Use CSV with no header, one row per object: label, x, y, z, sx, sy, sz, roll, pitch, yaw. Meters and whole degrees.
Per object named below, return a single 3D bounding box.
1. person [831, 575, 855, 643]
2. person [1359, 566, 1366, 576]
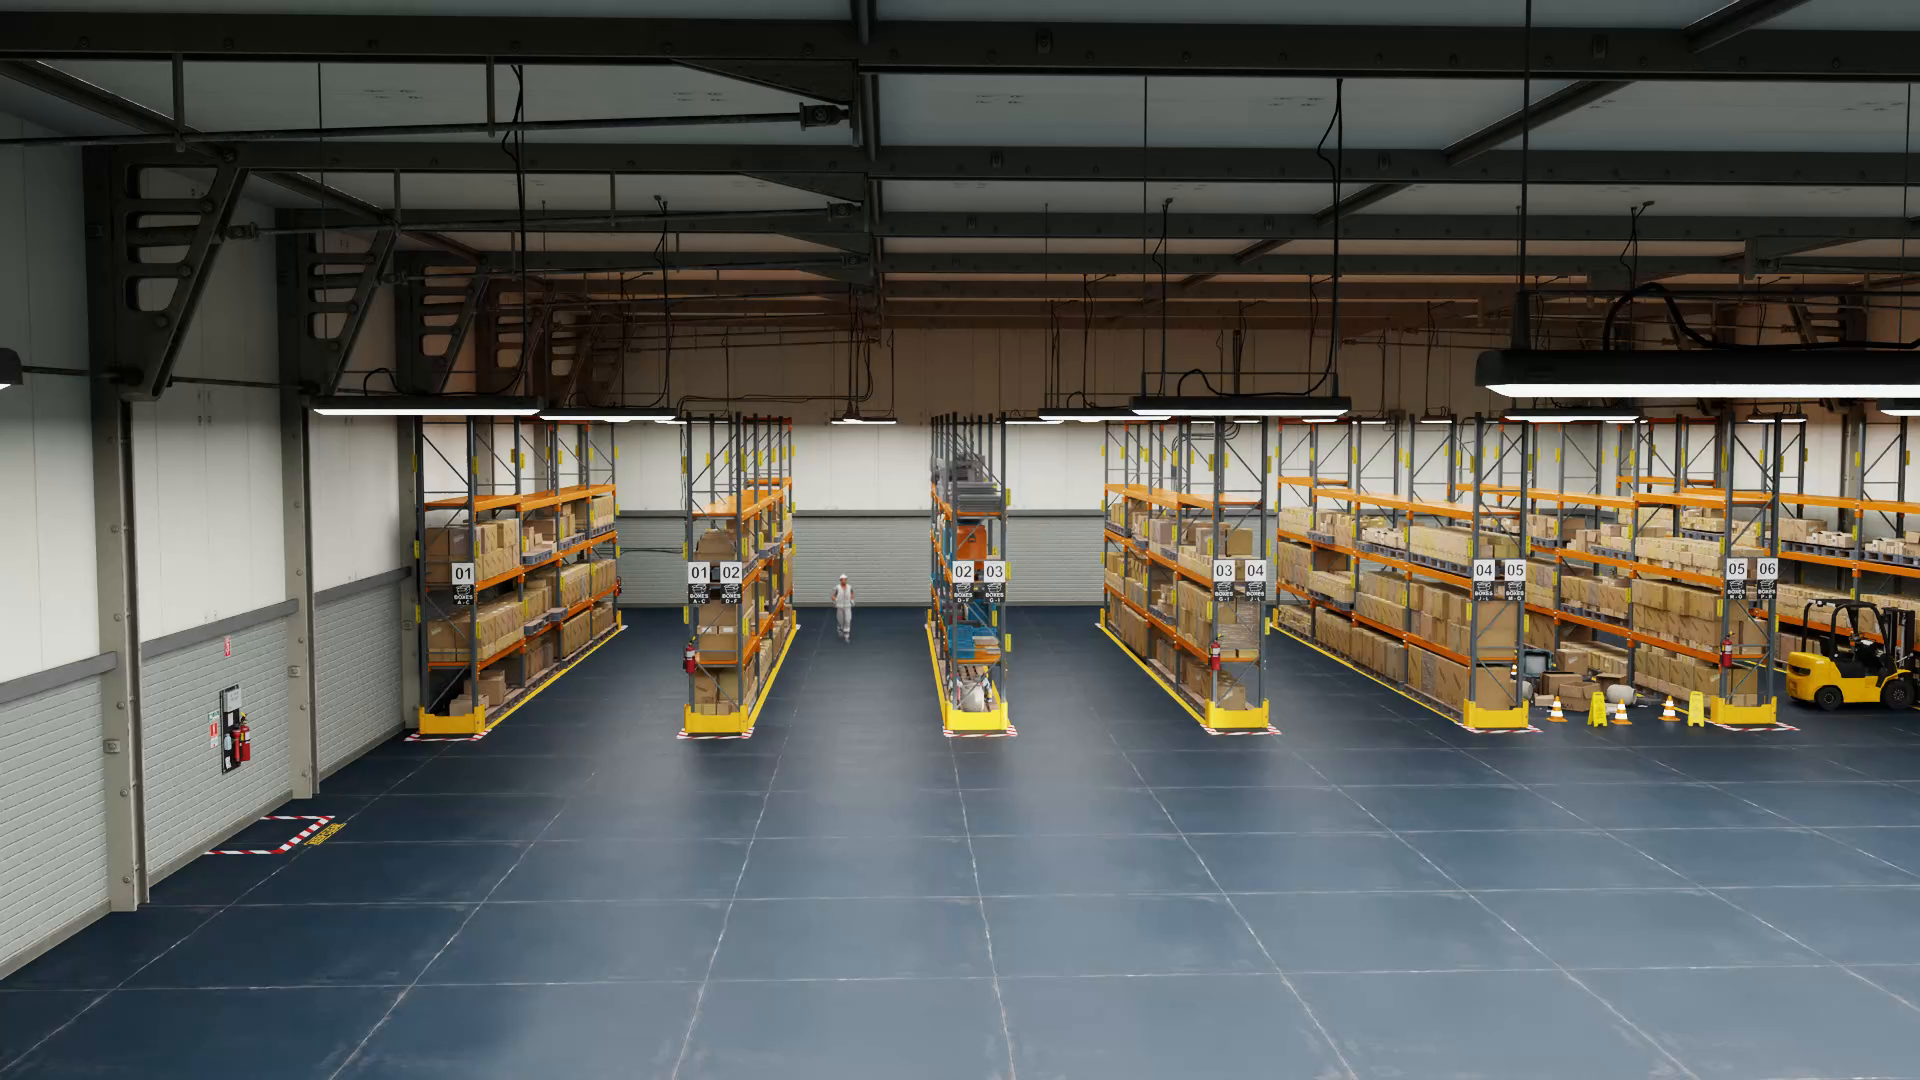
person,-3.105,1.805,44.168,0.648,1.777,1.008,-1,4,-12
person,11.301,1.648,46.853,0.656,1.824,0.744,-1,4,-20
